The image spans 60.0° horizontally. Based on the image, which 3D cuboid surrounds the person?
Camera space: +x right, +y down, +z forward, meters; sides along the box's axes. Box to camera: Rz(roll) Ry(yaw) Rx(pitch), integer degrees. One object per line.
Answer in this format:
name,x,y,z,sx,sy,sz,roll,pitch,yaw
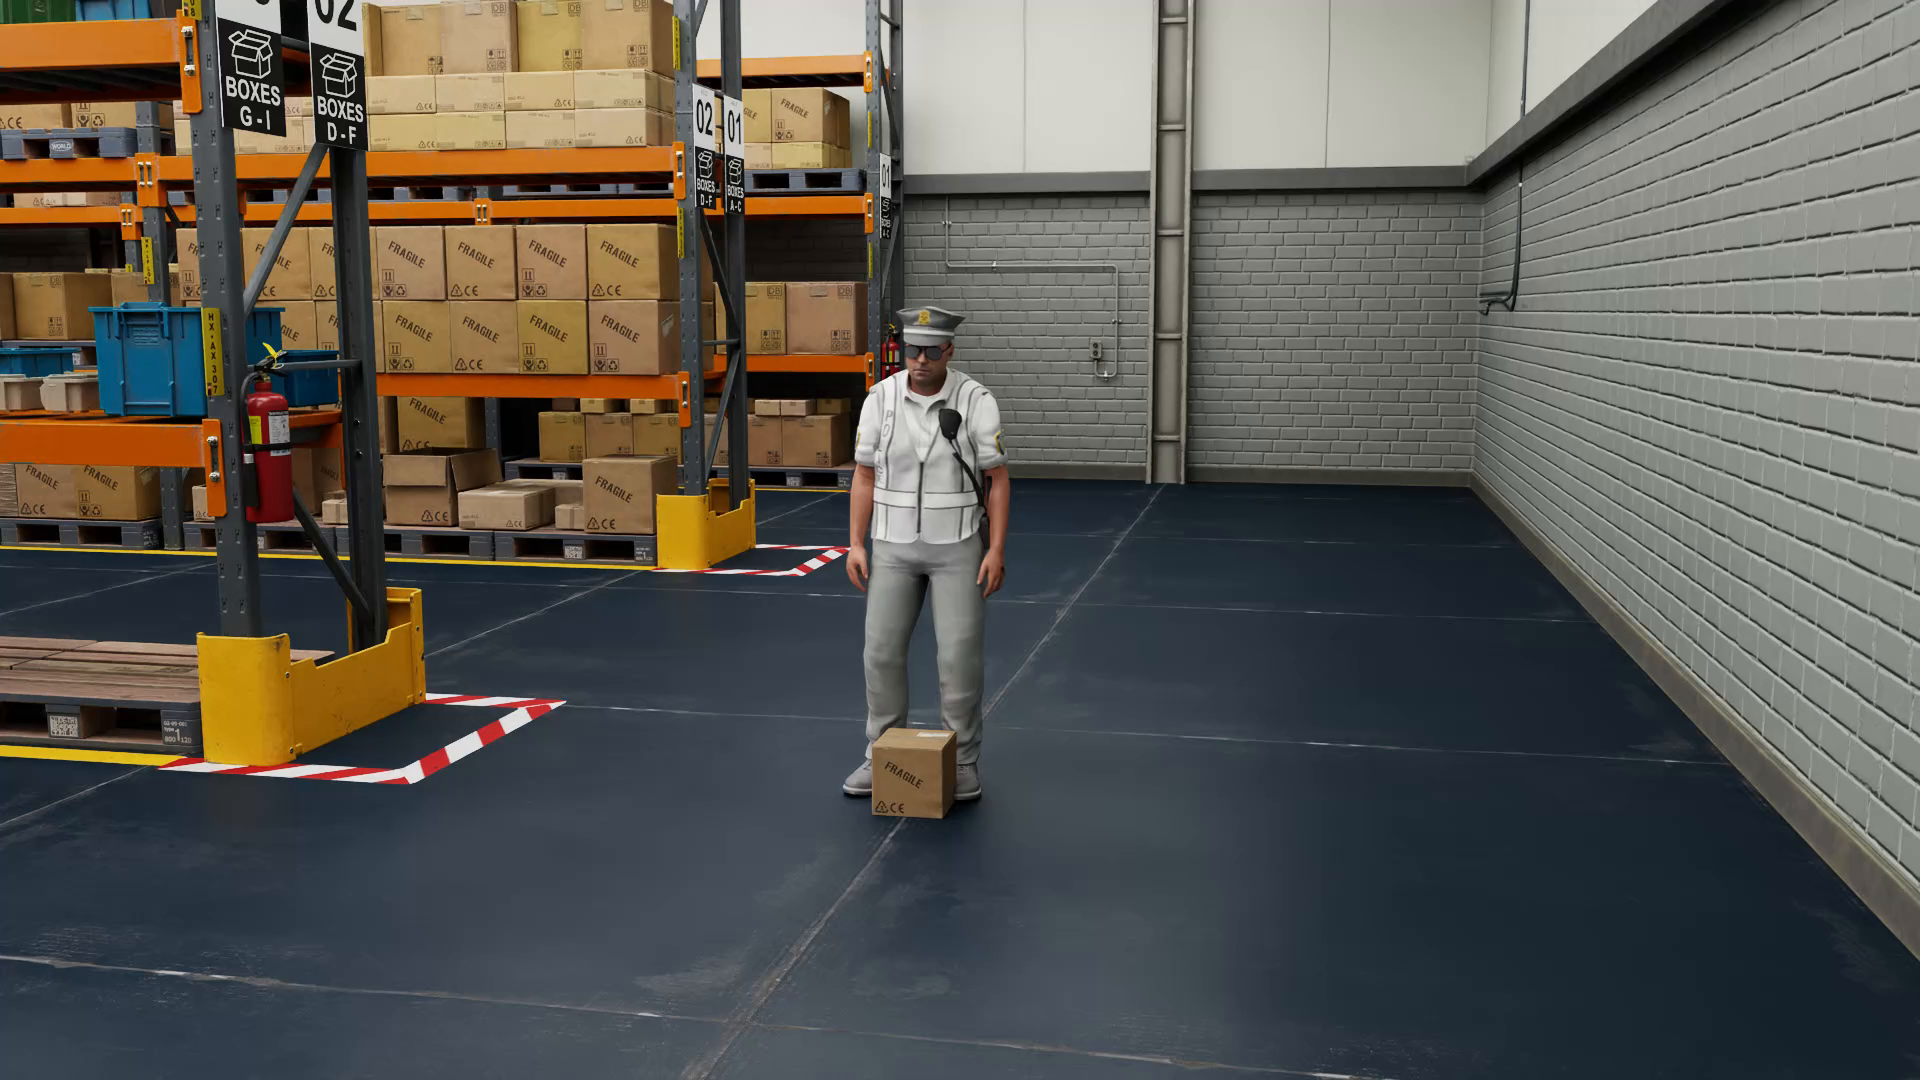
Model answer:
person,-0.115,0.038,6.008,0.586,1.749,0.436,2,8,12
